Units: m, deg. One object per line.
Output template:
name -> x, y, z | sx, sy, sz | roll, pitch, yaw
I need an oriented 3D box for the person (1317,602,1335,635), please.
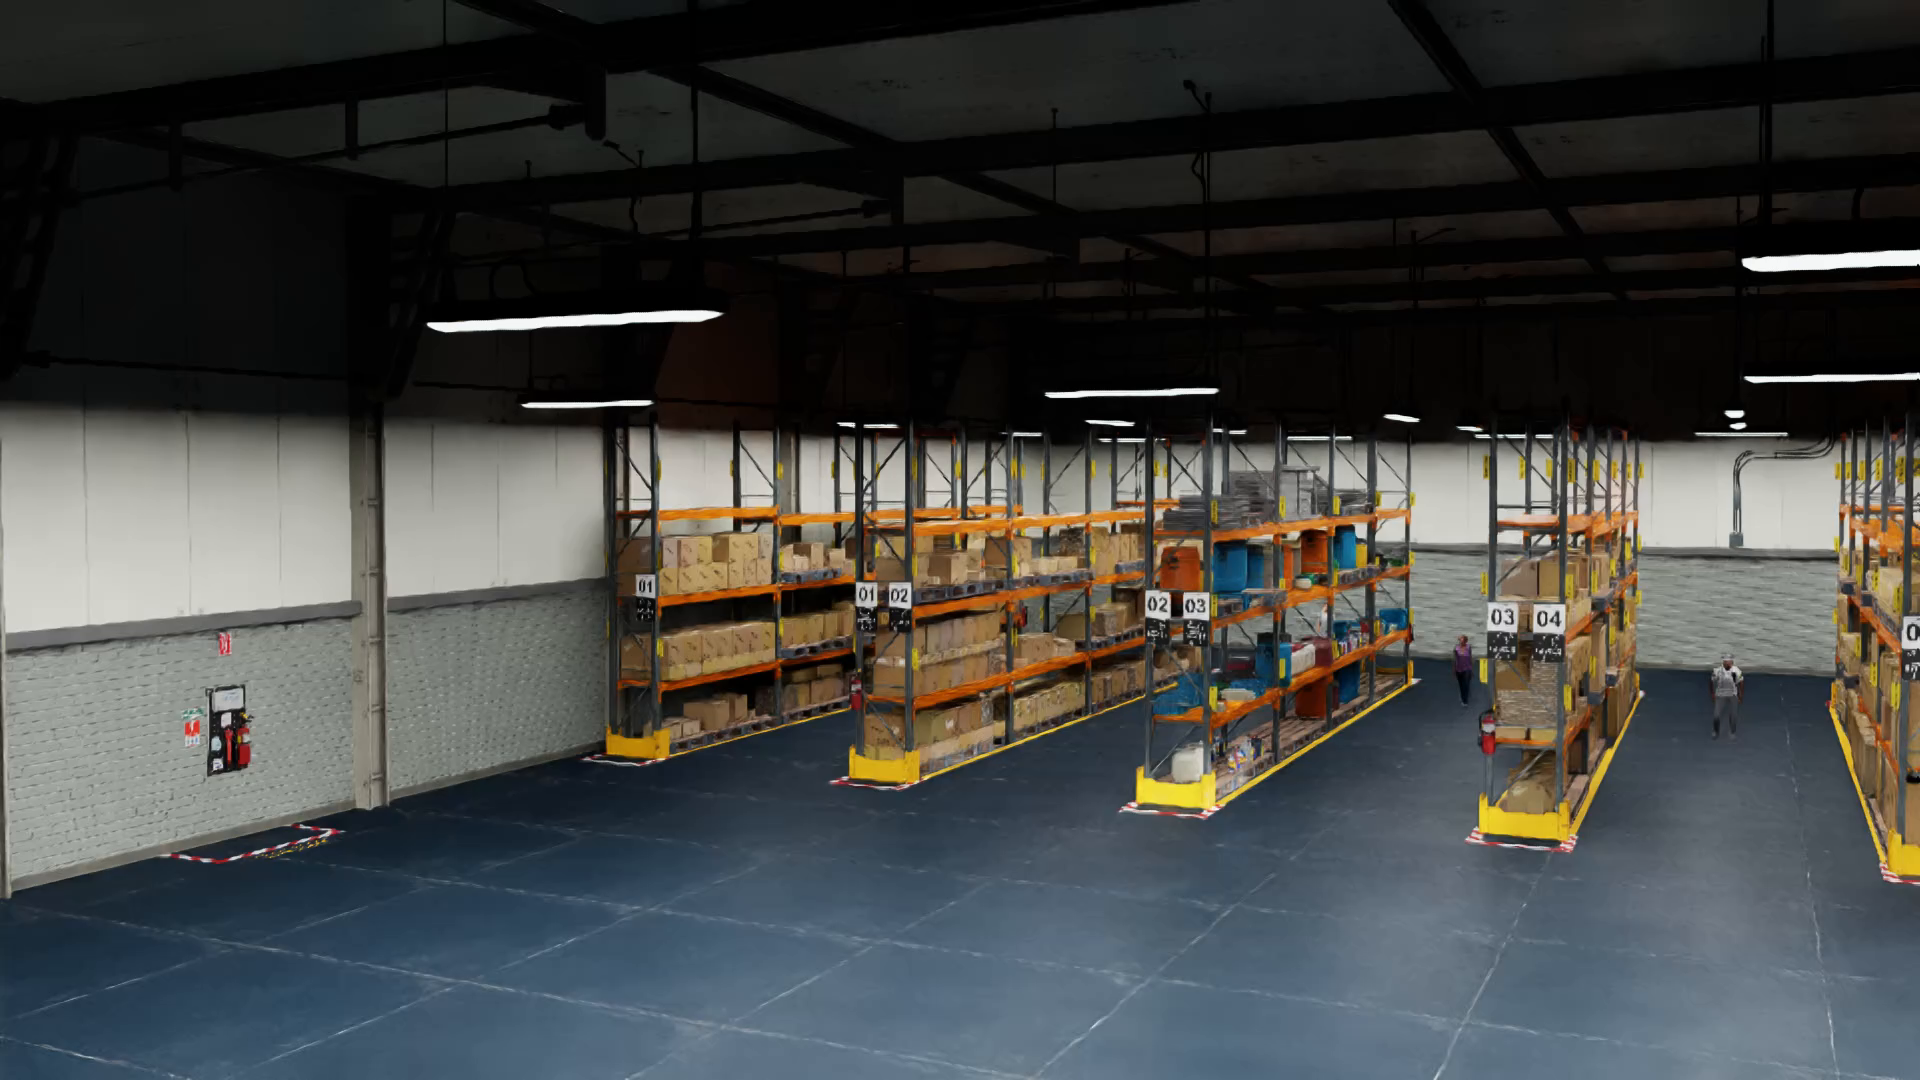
person -> 9.471, 2.381, 43.047 | 0.446, 1.590, 1.110 | 1, 3, 27

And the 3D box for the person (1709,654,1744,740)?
person -> 14.223, 2.897, 30.855 | 0.592, 1.629, 0.532 | 1, 3, 24

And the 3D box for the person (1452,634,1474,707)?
person -> 10.681, 2.743, 35.340 | 0.417, 1.517, 1.037 | 1, 3, 28

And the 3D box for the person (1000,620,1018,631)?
person -> 1.327, 2.207, 45.032 | 0.776, 1.773, 0.578 | -1, 3, -26
